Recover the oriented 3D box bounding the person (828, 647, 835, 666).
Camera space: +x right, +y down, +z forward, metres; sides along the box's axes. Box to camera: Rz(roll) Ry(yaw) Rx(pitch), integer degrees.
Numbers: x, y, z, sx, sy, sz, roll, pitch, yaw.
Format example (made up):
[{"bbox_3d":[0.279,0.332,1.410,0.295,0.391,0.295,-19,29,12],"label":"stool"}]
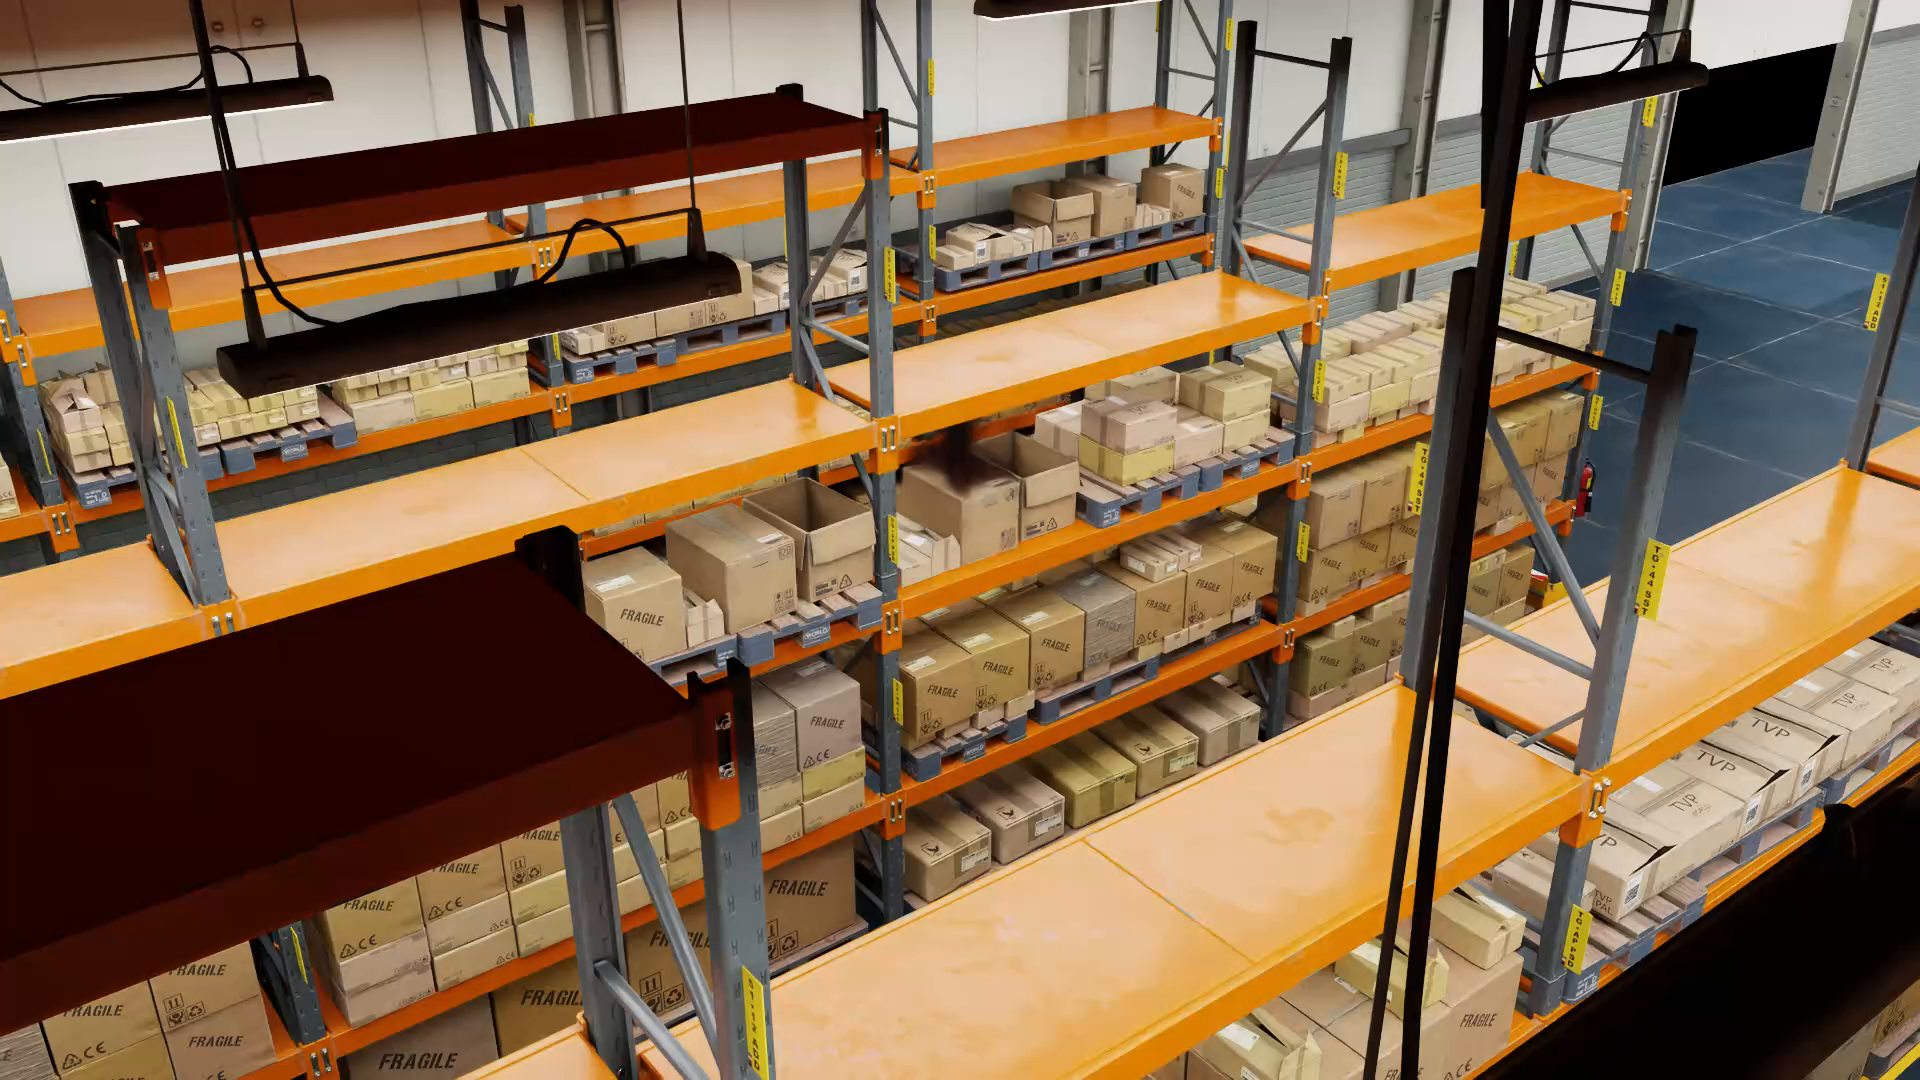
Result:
[{"bbox_3d":[-1.192,0.695,14.188,0.657,1.705,0.535,-22,34,-38],"label":"person"}]
